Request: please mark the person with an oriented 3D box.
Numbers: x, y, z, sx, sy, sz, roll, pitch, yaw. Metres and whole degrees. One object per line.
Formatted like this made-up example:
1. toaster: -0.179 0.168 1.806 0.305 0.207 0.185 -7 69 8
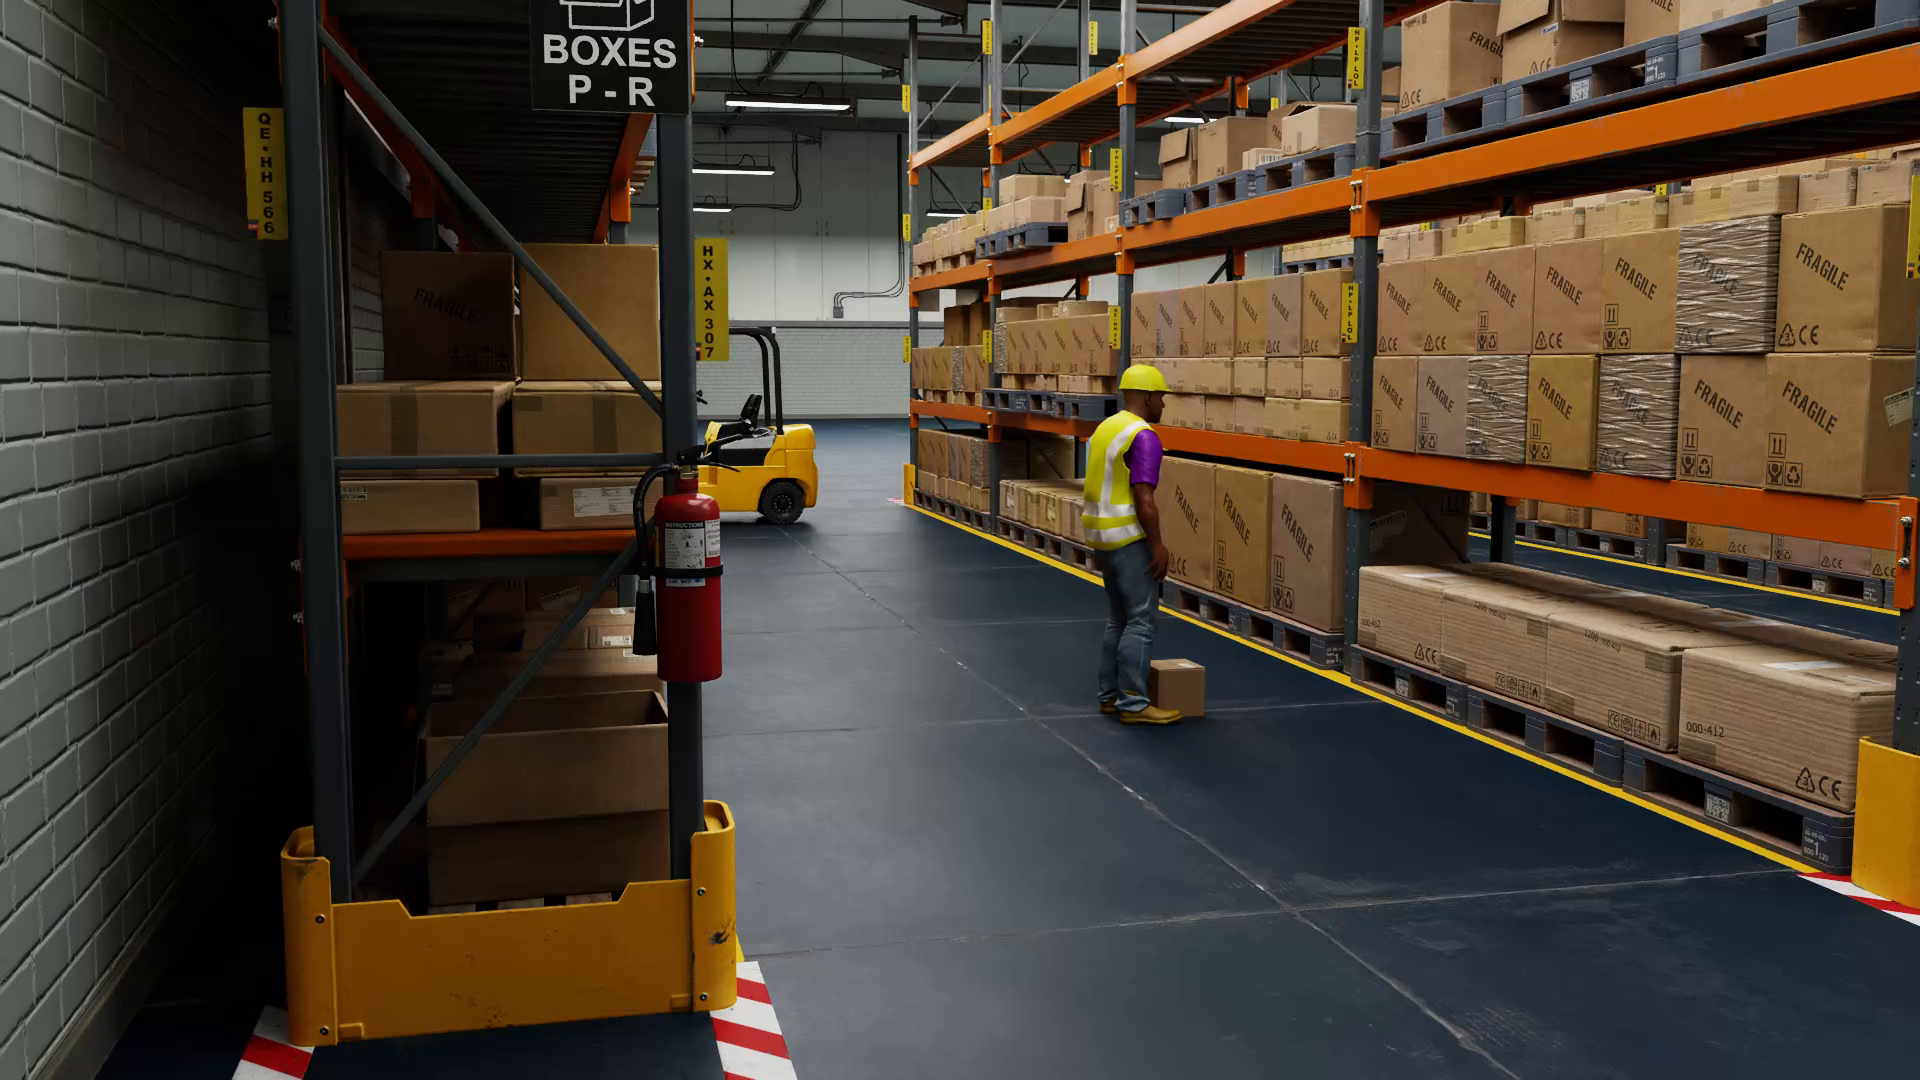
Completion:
1. person: 0.857 0.008 8.295 0.459 1.760 0.634 -2 6 -17
